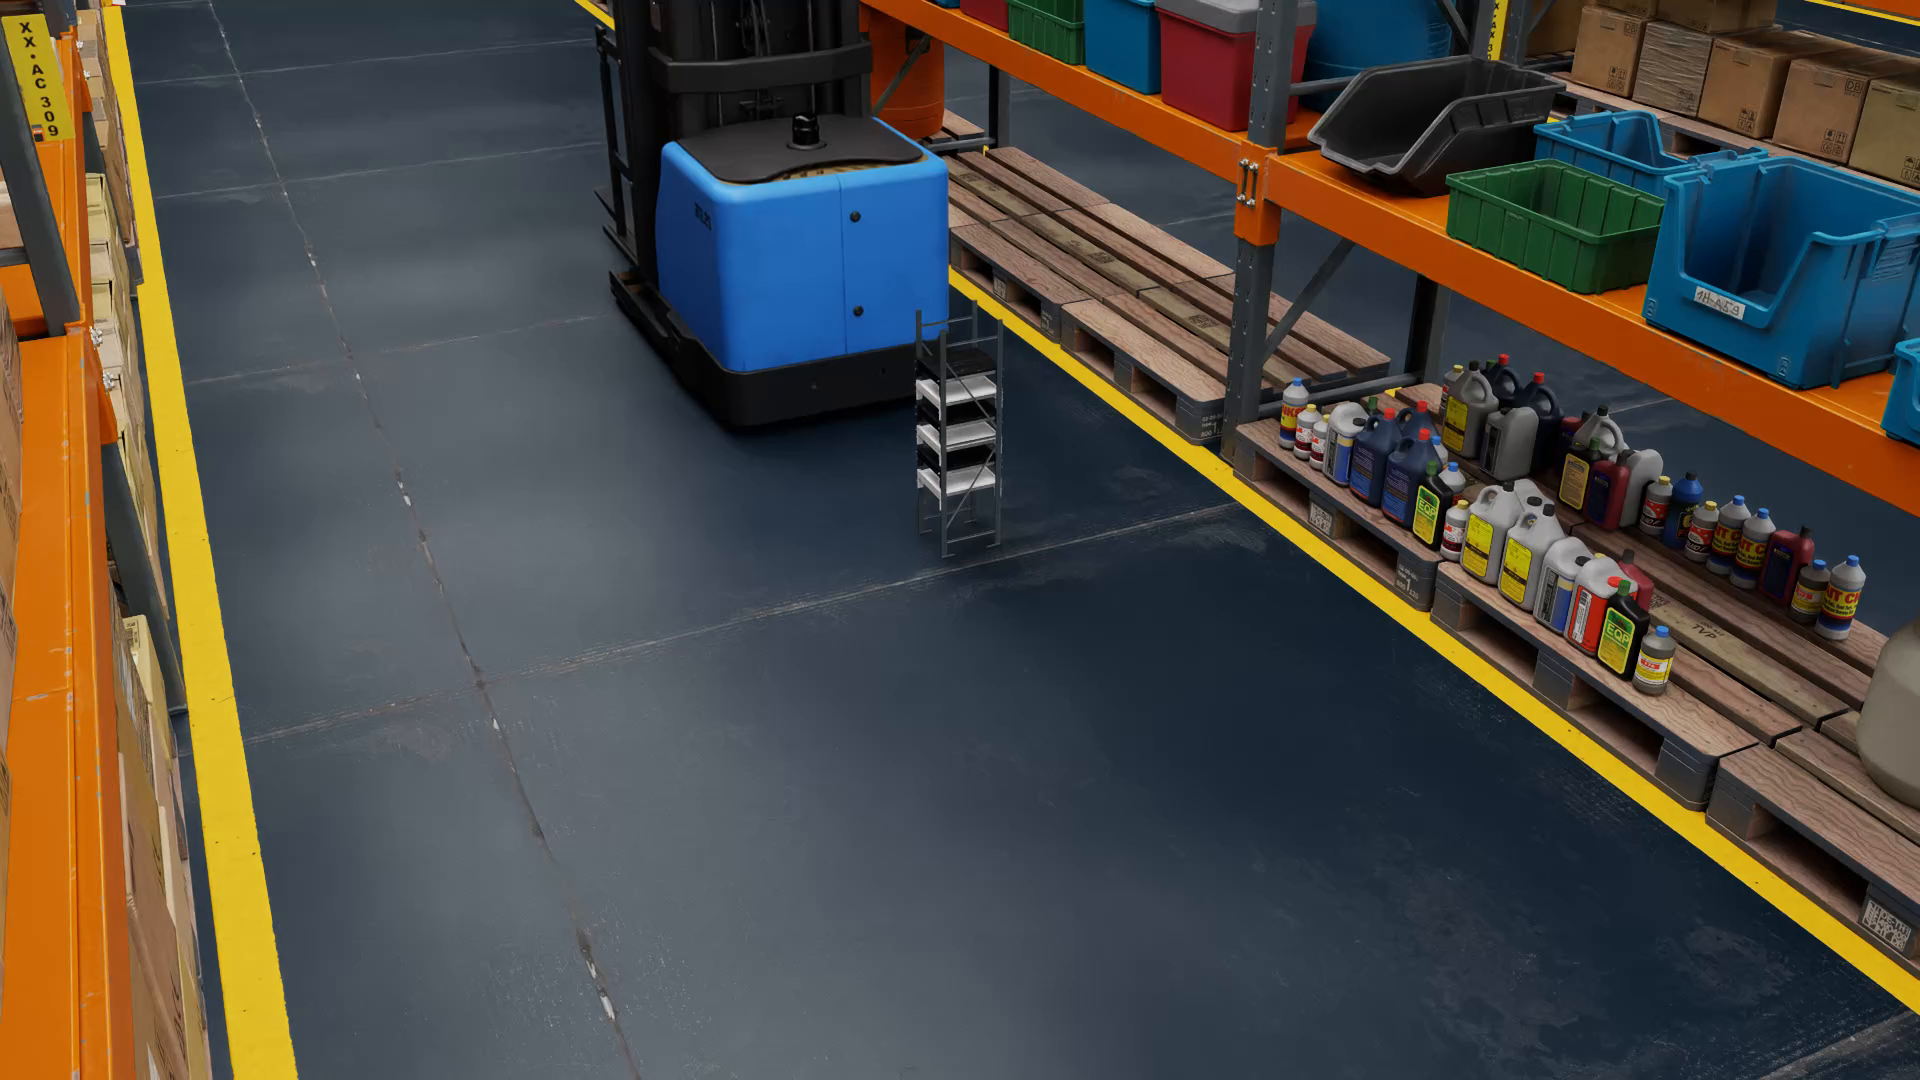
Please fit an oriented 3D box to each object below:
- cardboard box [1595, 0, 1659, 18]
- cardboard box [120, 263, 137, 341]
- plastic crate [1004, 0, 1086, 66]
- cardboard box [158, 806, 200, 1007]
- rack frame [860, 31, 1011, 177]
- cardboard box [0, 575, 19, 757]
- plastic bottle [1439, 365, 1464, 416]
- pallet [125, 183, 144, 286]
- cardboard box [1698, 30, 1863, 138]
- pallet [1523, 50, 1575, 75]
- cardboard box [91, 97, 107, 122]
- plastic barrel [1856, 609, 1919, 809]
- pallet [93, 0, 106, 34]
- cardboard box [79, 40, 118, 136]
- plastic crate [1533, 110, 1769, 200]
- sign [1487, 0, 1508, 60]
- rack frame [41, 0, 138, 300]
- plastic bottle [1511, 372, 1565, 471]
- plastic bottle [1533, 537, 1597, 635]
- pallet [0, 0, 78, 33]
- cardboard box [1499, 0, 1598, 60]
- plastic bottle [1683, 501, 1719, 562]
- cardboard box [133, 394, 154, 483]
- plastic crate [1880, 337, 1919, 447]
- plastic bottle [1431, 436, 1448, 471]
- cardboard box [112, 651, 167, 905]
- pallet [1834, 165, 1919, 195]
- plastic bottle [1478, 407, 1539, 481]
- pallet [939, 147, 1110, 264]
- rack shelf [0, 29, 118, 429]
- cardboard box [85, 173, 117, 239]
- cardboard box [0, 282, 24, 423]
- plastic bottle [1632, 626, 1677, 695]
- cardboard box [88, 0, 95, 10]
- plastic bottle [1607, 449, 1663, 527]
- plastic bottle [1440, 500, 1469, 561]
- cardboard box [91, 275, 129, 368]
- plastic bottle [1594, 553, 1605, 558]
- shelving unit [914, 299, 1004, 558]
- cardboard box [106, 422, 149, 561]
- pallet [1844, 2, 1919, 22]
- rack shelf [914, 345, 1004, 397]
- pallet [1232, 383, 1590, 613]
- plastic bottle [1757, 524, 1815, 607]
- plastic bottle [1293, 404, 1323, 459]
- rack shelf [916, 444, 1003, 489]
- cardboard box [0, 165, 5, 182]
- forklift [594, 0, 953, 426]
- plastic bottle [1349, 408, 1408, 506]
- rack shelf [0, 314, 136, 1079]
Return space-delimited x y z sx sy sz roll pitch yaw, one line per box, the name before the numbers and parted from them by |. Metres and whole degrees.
cardboard box | 4.617 -3.672 11.070 0.500 0.250 0.500 -12 31 -20
cardboard box | -3.976 -1.030 7.402 0.500 0.250 0.500 -13 32 -23
plastic crate | 0.544 -2.343 7.578 0.450 0.188 0.662 -13 32 -22
cardboard box | -2.099 0.929 3.909 0.500 0.250 0.500 -13 32 -22
rack frame | -0.171 -3.493 9.411 1.000 3.000 0.127 -13 32 -22
cardboard box | -2.068 0.144 2.824 0.700 0.500 0.500 -12 31 -21
plastic bottle | 1.983 -0.602 6.668 0.097 0.201 0.097 0 29 0
pallet | -4.933 -1.576 8.844 1.003 0.211 1.213 -13 32 -22
cardboard box | 5.107 -2.851 10.373 0.700 0.500 0.500 -10 31 -18
pallet | 4.032 -3.680 12.597 1.003 0.211 1.213 -13 32 -22
cardboard box | -4.813 -2.047 8.939 0.500 0.500 0.500 -14 32 -24
plastic barrel | 2.697 0.447 4.500 0.421 0.512 0.421 0 29 0
pallet | -7.705 -4.386 13.856 1.003 0.211 1.213 -13 32 -22
cardboard box | -5.473 -2.723 10.145 0.500 0.500 0.500 -13 32 -21
plastic crate | 2.266 -1.229 5.527 0.499 0.251 0.616 -13 32 -22
sign | 2.048 -1.957 6.390 0.100 0.325 0.005 -13 32 -22
rack frame | -4.646 -2.454 7.560 1.000 3.000 0.127 -13 32 -22
plastic bottle | 2.165 -0.453 6.250 0.144 0.351 0.185 -15 32 -24
plastic bottle | 1.936 0.140 5.269 0.152 0.276 0.135 -14 32 -23
pallet | -5.001 -2.655 8.114 1.213 0.211 1.003 -13 32 -22
cardboard box | 4.025 -4.098 12.234 1.225 0.875 0.875 -15 32 -24
plastic bottle | 2.534 -0.036 5.658 0.097 0.201 0.097 0 29 0
cardboard box | -3.322 -0.356 6.199 0.500 0.250 0.500 -14 32 -23
plastic crate | 2.505 -0.340 3.942 0.499 0.251 0.408 -13 32 -22
plastic bottle | 1.689 -0.245 5.960 0.097 0.271 0.097 0 29 0
cardboard box | -2.110 0.604 3.721 0.500 0.500 0.500 -13 32 -22
pallet | 5.684 -1.893 9.410 1.003 0.211 1.213 -13 32 -22
plastic bottle | 2.042 -0.379 6.193 0.152 0.276 0.135 -13 32 -22
pallet | 0.126 -1.926 9.469 1.003 0.211 1.213 -13 32 -22
rack shelf | -3.788 -1.257 6.160 1.077 0.370 4.000 -13 32 -22
cardboard box | -4.199 -1.503 7.672 0.500 0.311 0.500 -12 32 -21
cardboard box | -2.733 -0.536 4.037 0.700 0.500 0.500 -14 32 -23
plastic bottle | 2.079 0.351 4.969 0.097 0.201 0.097 0 29 0
cardboard box | -7.244 -4.366 13.331 0.500 0.250 0.500 -13 32 -22
plastic bottle | 2.370 -0.205 5.884 0.152 0.276 0.135 -12 32 -21
plastic bottle | 1.699 -0.040 5.666 0.097 0.201 0.097 0 29 0
cardboard box | -3.543 -0.829 6.471 0.500 0.311 0.500 -12 32 -21
plastic bottle | 2.041 0.138 5.348 0.097 0.201 0.097 0 29 0
shelving unit | -0.003 -0.396 6.036 0.258 0.900 0.210 -13 32 -22
cardboard box | -2.882 -0.150 5.260 0.500 0.311 0.500 -13 32 -22
pallet | 8.491 -4.659 14.342 1.003 0.211 1.213 -13 32 -22
rack shelf | -0.003 -0.603 5.921 0.258 0.077 0.200 -13 32 -22
pallet | 1.797 -0.204 6.398 1.003 0.211 1.213 -13 32 -22
plastic bottle | 2.686 0.064 5.396 0.061 0.283 0.133 -13 32 -21
plastic bottle | 1.331 -0.419 6.342 0.097 0.201 0.097 0 29 0
rack shelf | -0.003 -0.289 6.097 0.258 0.077 0.200 -13 32 -22
cardboard box | -3.470 -1.306 5.410 0.500 0.500 0.500 -11 31 -18
forklift | -1.106 -2.455 7.631 1.130 2.935 3.031 -13 32 -21
plastic bottle | 1.518 -0.318 6.009 0.144 0.351 0.185 -12 32 -21
rack shelf | -2.071 0.510 3.009 1.077 0.370 4.000 -13 32 -22
